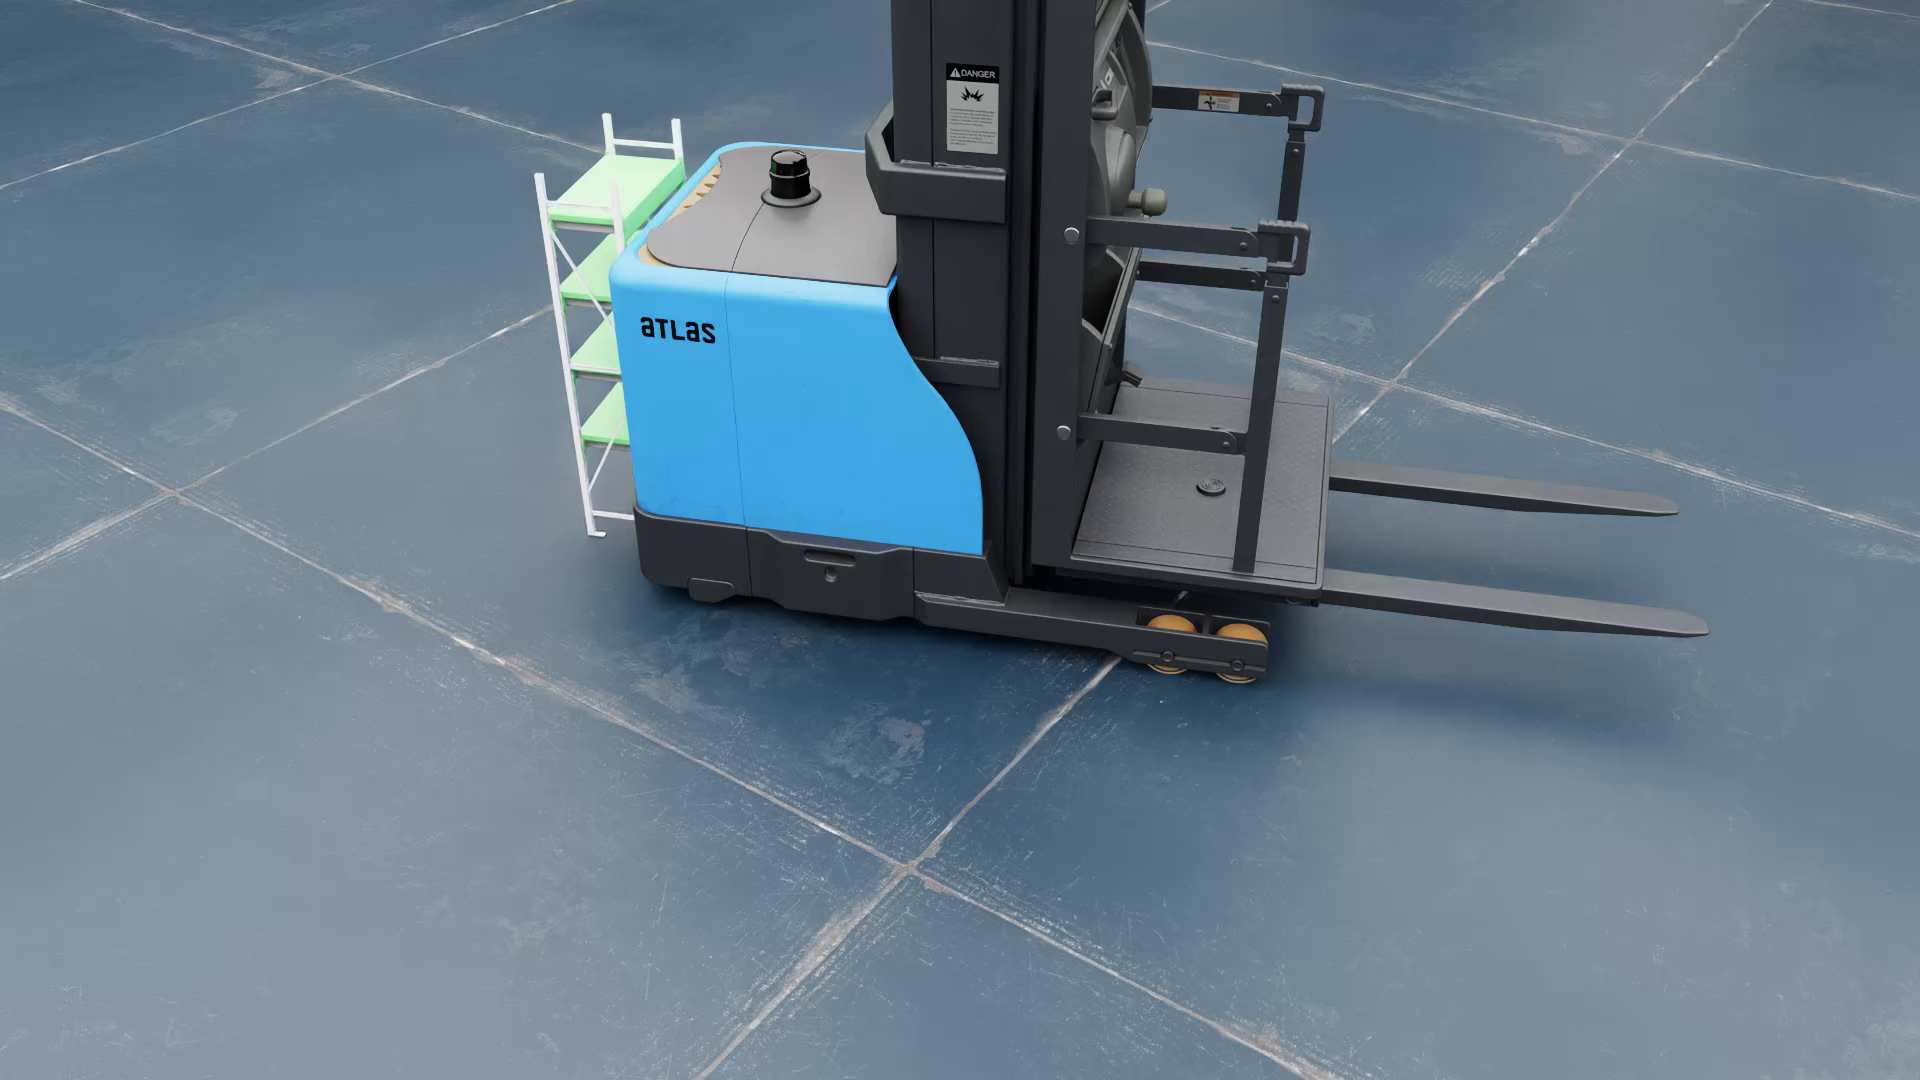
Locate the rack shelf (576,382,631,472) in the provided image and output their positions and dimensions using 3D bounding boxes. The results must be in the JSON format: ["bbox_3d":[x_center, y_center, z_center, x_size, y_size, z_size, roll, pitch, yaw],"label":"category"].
[{"bbox_3d":[-1.007,-0.384,5.289,0.258,0.148,0.480,7,35,10],"label":"rack shelf"}]

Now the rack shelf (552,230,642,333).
[{"bbox_3d":[-1.007,-0.781,5.020,0.258,0.148,0.480,7,35,10],"label":"rack shelf"}]

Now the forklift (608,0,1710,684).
[{"bbox_3d":[0.612,-1.140,4.319,3.031,2.935,1.130,7,35,10],"label":"forklift"}]

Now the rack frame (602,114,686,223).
[{"bbox_3d":[-0.956,-0.769,5.316,0.240,1.200,0.015,7,35,10],"label":"rack frame"}]

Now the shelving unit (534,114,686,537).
[{"bbox_3d":[-1.007,-0.635,5.119,0.258,1.200,0.503,7,35,10],"label":"shelving unit"}]

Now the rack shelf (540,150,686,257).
[{"bbox_3d":[-1.007,-0.980,4.886,0.258,0.148,0.480,7,35,10],"label":"rack shelf"}]

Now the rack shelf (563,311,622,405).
[{"bbox_3d":[-1.007,-0.583,5.154,0.258,0.148,0.480,7,35,10],"label":"rack shelf"}]

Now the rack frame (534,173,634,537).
[{"bbox_3d":[-1.059,-0.502,4.921,0.240,1.200,0.015,7,35,10],"label":"rack frame"}]
